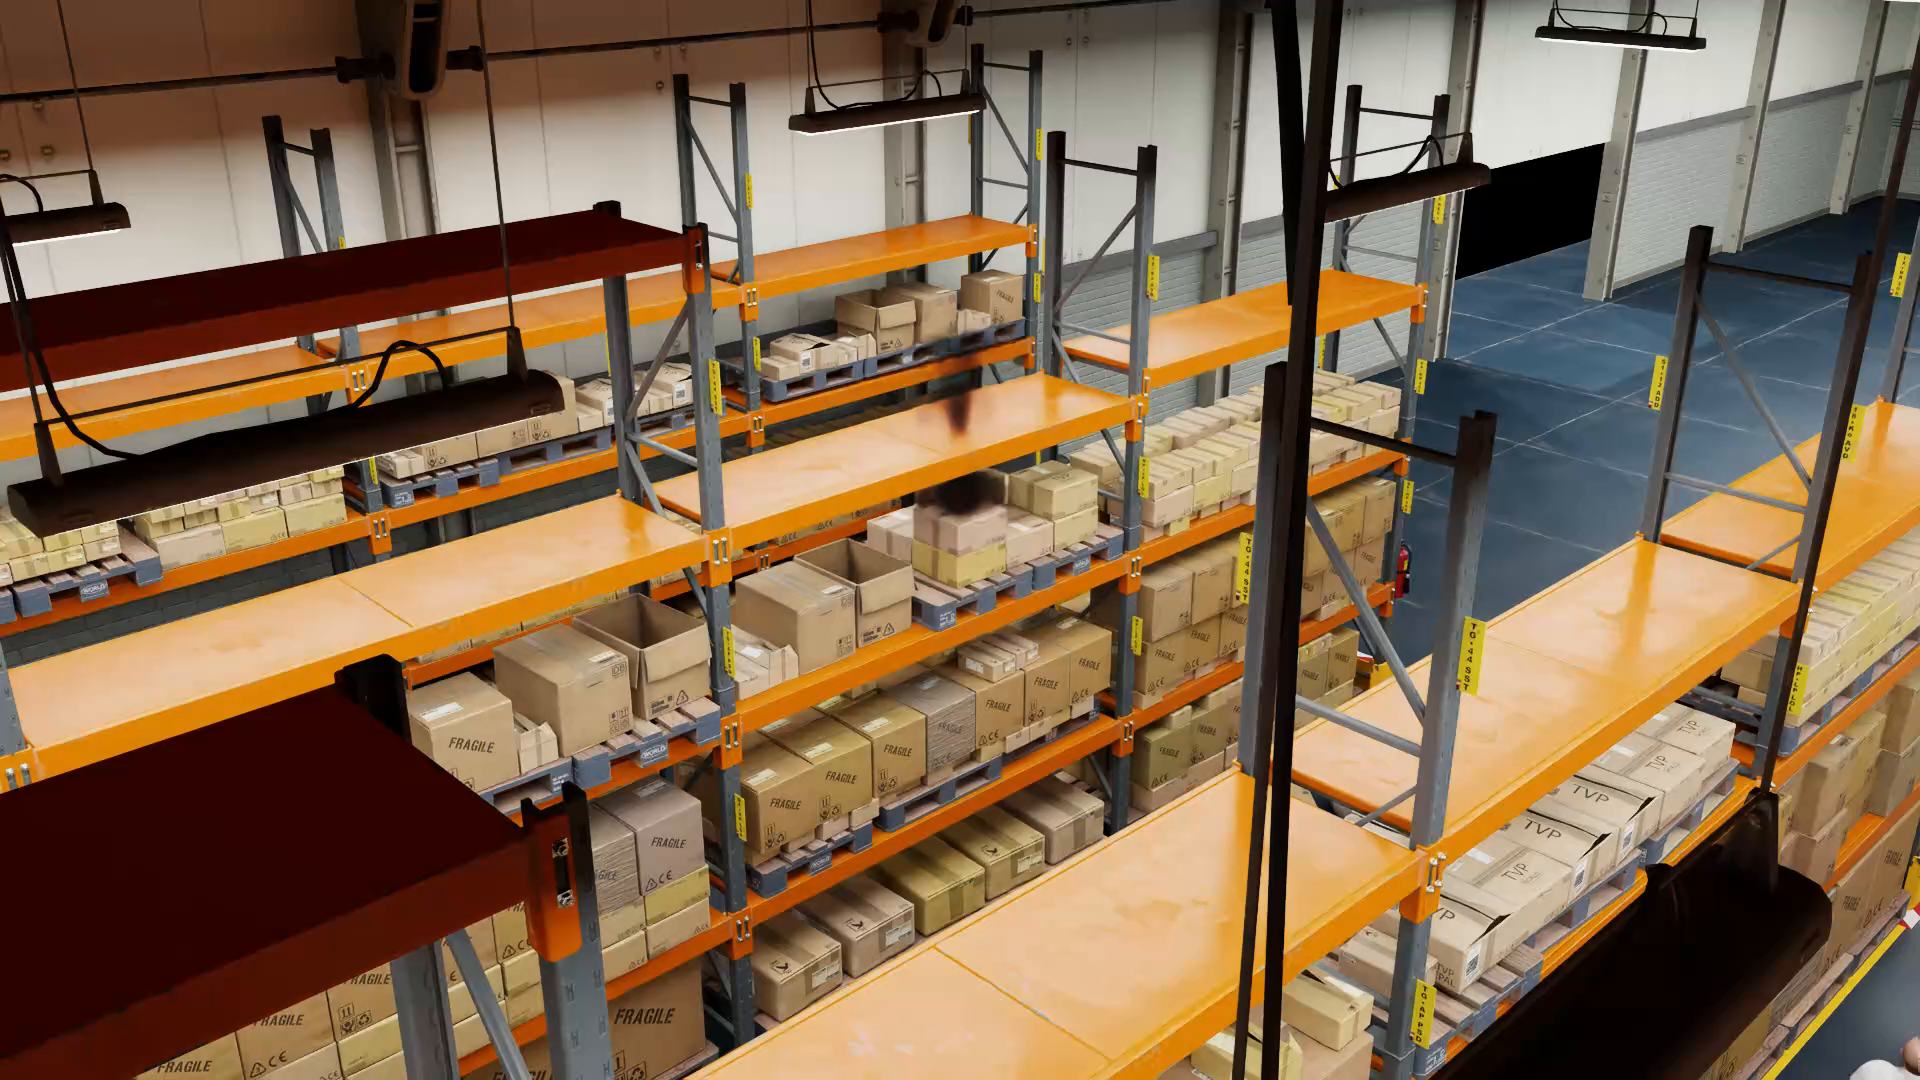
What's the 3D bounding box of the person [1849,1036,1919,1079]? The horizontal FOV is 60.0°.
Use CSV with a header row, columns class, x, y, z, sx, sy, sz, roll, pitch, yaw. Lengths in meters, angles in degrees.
class,x,y,z,sx,sy,sz,roll,pitch,yaw
person,5.421,3.645,9.674,1.046,1.802,0.705,-18,29,-37
